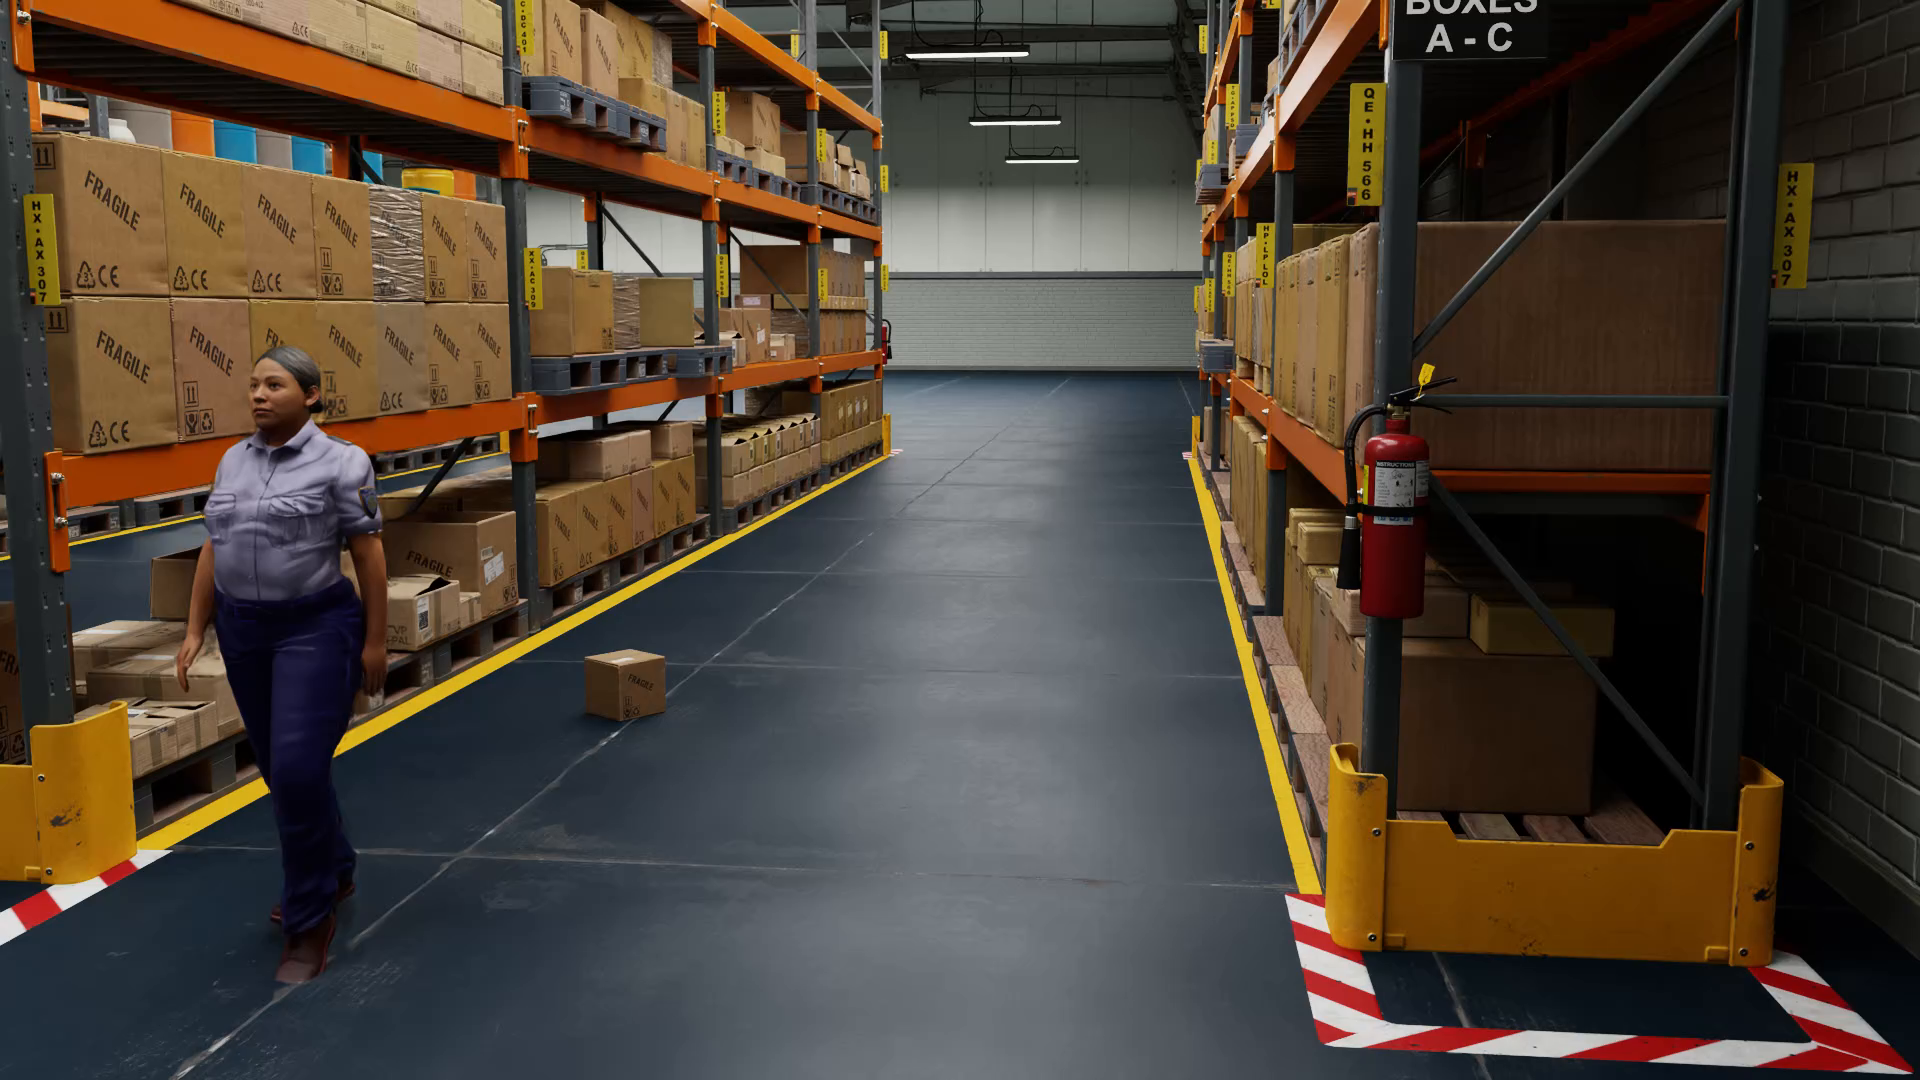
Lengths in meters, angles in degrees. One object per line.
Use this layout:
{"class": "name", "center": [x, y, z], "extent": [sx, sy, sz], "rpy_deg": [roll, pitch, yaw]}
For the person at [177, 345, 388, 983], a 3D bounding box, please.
{"class": "person", "center": [-1.857, 0.331, 4.564], "extent": [0.501, 1.719, 0.585], "rpy_deg": [2, 8, 16]}
